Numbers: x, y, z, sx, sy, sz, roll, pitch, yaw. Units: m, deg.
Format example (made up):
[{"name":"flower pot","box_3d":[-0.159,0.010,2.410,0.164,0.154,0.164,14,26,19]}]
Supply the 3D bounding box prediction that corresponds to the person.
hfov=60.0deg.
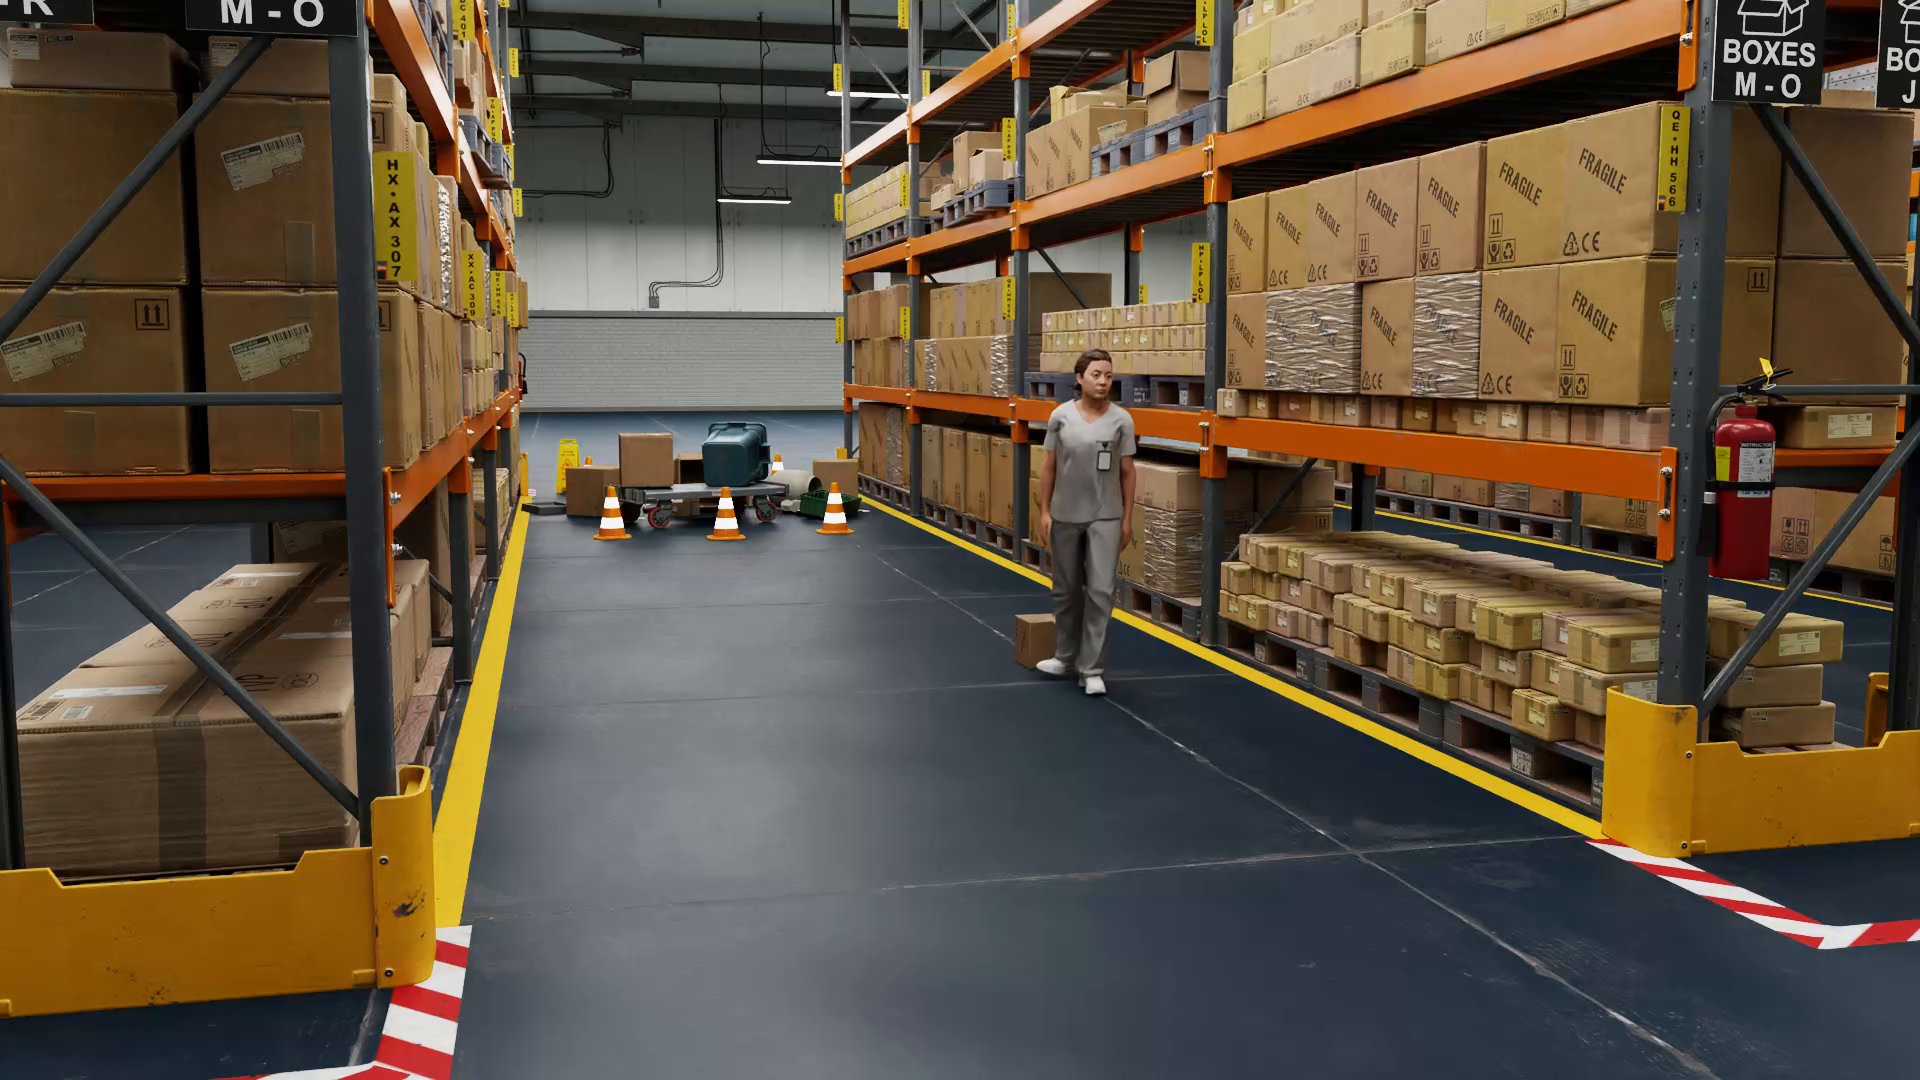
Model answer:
[{"name":"person","box_3d":[0.613,-0.104,8.135,0.497,1.658,0.562,1,6,10]}]
